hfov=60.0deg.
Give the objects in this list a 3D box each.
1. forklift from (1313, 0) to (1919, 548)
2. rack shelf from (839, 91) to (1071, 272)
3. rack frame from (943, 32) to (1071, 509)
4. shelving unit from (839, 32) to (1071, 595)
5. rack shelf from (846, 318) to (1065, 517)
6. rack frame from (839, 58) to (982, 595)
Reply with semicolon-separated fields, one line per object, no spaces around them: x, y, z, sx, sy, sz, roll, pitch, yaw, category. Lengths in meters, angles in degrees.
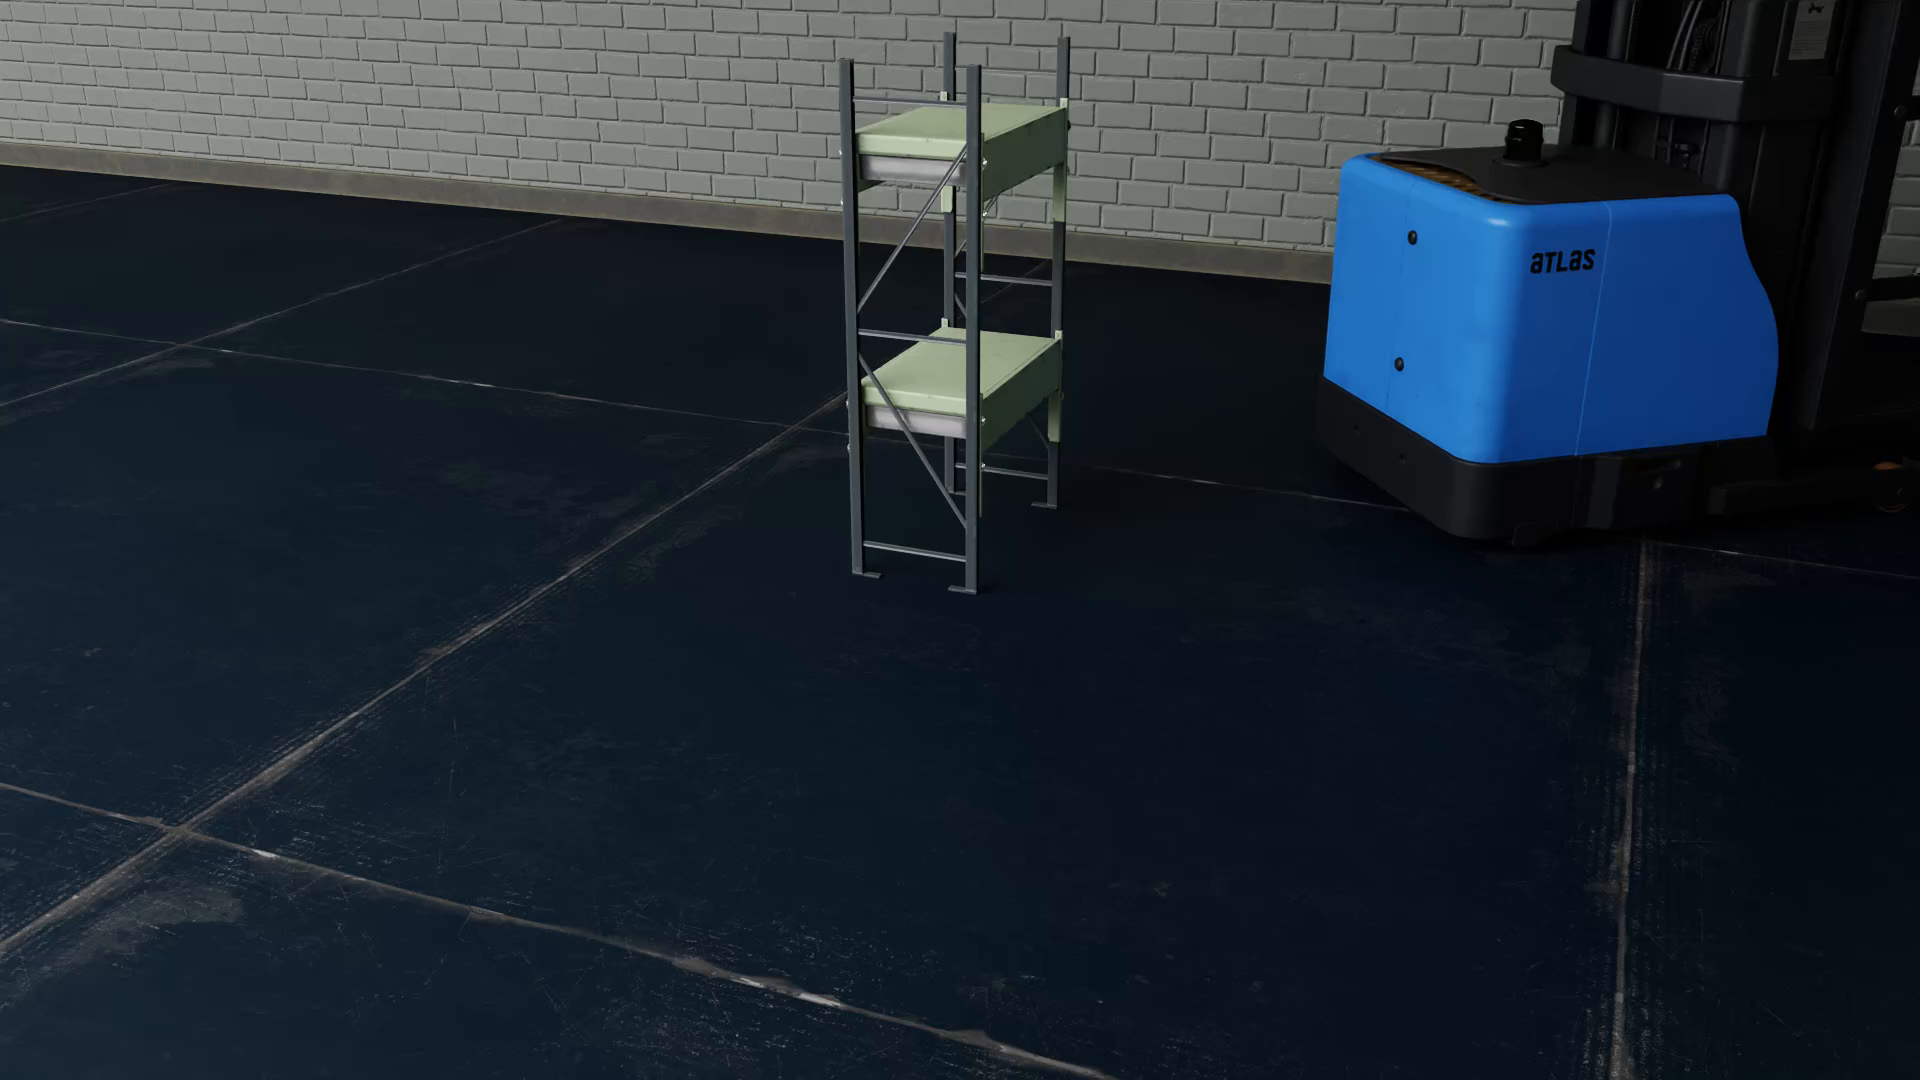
2.832;-1.631;5.351;3.031;2.935;1.130;-6;23;-15;forklift
0.002;-1.055;4.816;0.431;0.370;0.720;9;24;20;rack shelf
0.138;-0.825;5.280;0.400;1.500;0.023;9;24;20;rack frame
0.002;-0.694;4.967;0.431;1.500;0.755;9;24;20;shelving unit
0.002;-0.394;5.092;0.431;0.370;0.720;9;24;20;rack shelf
-0.133;-0.563;4.653;0.400;1.500;0.023;9;24;20;rack frame
